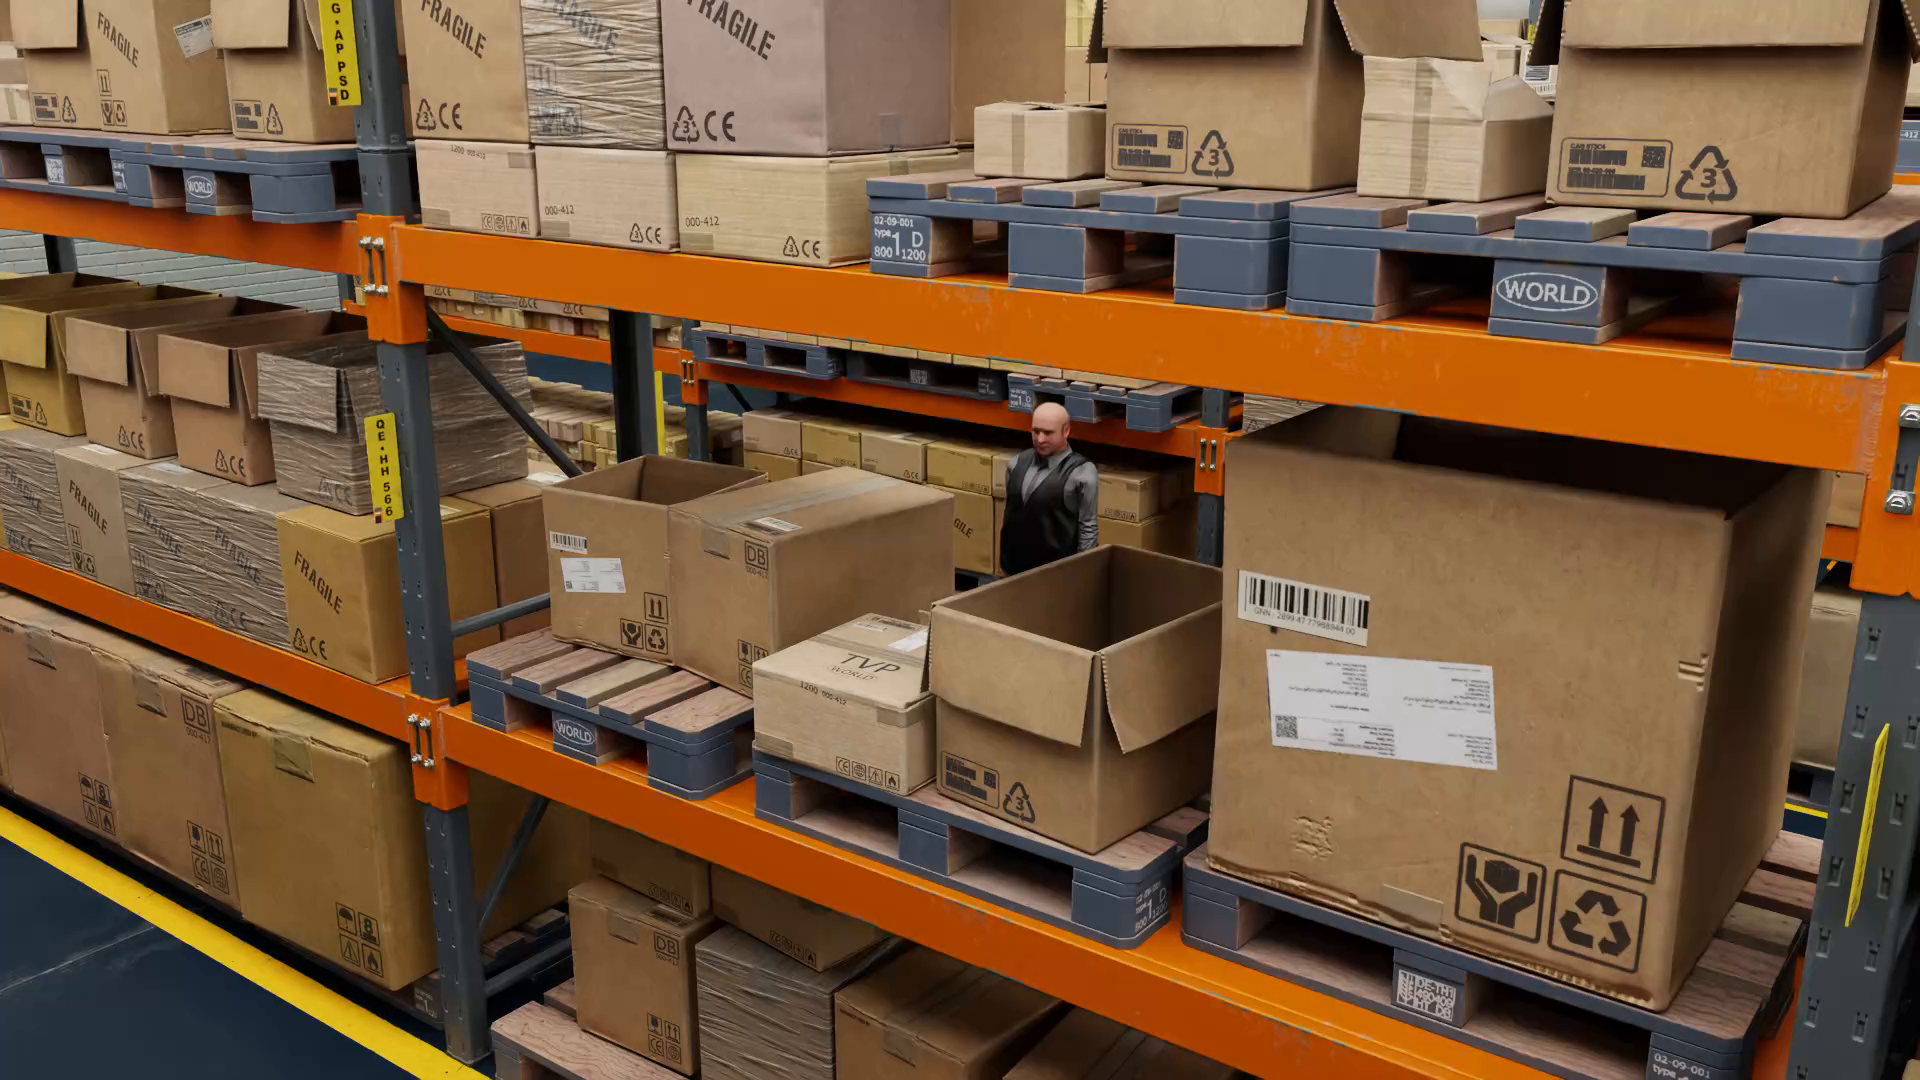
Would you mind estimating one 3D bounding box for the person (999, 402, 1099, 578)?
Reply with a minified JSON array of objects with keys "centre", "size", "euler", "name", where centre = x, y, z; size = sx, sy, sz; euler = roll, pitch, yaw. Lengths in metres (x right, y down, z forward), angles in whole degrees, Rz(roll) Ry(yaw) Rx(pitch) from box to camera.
[{"centre":[0.415,0.181,7.986],"size":[0.533,1.714,0.358],"euler":[12,20,36],"name":"person"}]
